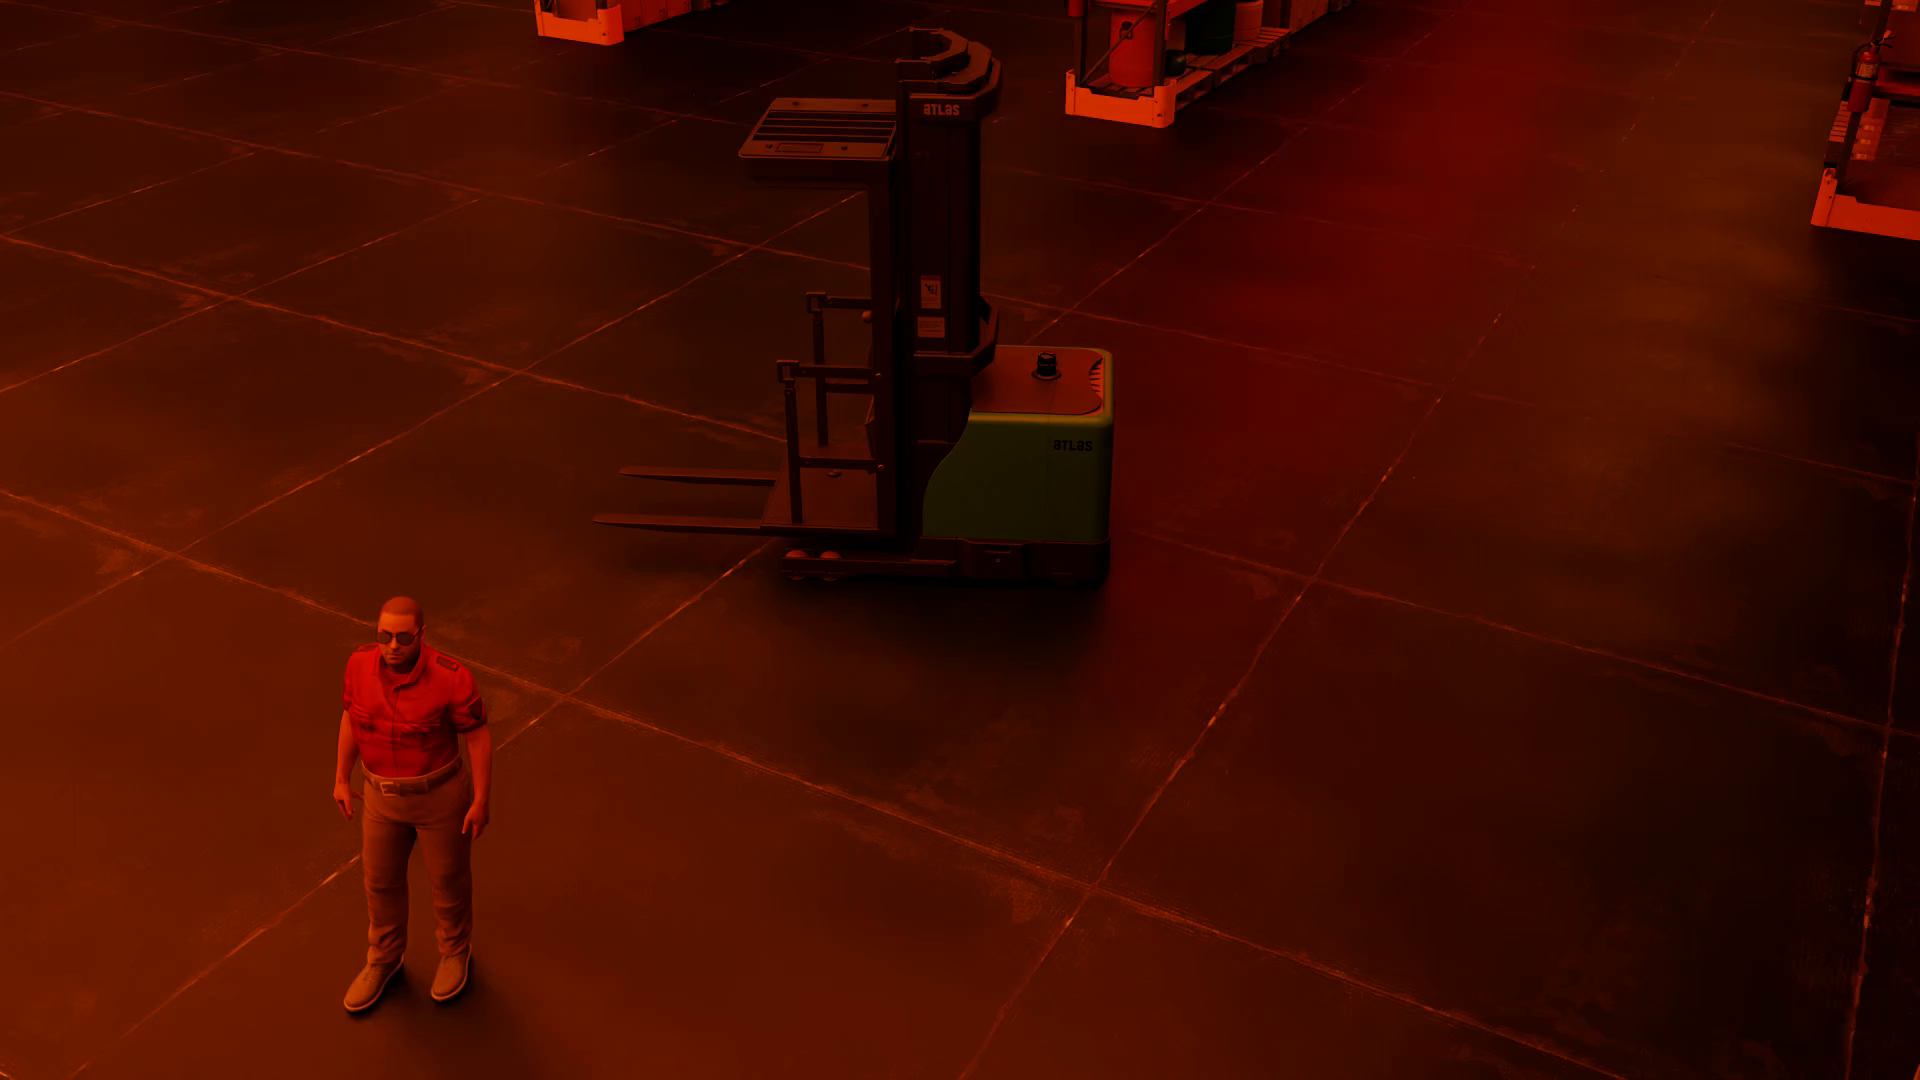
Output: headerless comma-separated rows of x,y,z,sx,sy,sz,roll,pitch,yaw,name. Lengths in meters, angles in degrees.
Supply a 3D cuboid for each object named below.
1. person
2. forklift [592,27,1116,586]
-2.148,1.045,6.452,0.637,1.724,0.550,4,30,7,person
-0.622,-1.294,9.313,3.031,2.935,1.130,2,30,4,forklift
